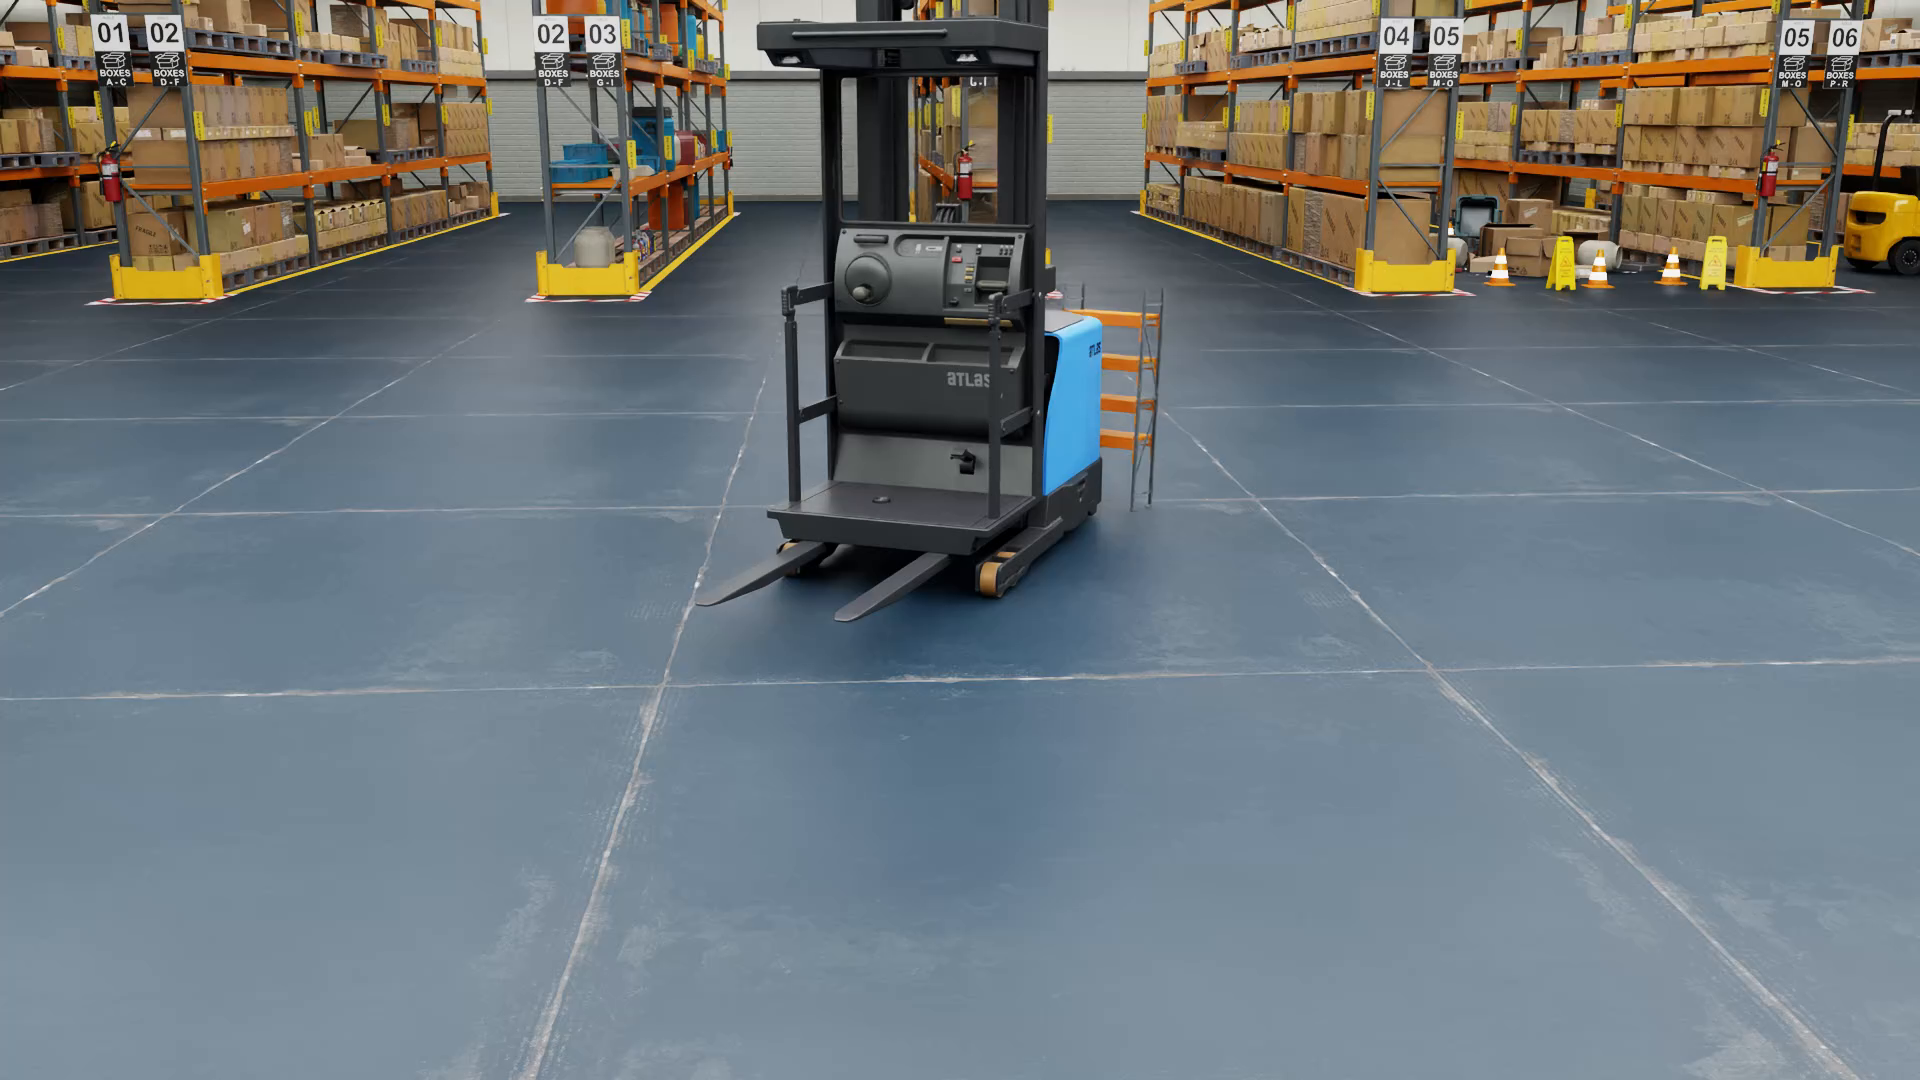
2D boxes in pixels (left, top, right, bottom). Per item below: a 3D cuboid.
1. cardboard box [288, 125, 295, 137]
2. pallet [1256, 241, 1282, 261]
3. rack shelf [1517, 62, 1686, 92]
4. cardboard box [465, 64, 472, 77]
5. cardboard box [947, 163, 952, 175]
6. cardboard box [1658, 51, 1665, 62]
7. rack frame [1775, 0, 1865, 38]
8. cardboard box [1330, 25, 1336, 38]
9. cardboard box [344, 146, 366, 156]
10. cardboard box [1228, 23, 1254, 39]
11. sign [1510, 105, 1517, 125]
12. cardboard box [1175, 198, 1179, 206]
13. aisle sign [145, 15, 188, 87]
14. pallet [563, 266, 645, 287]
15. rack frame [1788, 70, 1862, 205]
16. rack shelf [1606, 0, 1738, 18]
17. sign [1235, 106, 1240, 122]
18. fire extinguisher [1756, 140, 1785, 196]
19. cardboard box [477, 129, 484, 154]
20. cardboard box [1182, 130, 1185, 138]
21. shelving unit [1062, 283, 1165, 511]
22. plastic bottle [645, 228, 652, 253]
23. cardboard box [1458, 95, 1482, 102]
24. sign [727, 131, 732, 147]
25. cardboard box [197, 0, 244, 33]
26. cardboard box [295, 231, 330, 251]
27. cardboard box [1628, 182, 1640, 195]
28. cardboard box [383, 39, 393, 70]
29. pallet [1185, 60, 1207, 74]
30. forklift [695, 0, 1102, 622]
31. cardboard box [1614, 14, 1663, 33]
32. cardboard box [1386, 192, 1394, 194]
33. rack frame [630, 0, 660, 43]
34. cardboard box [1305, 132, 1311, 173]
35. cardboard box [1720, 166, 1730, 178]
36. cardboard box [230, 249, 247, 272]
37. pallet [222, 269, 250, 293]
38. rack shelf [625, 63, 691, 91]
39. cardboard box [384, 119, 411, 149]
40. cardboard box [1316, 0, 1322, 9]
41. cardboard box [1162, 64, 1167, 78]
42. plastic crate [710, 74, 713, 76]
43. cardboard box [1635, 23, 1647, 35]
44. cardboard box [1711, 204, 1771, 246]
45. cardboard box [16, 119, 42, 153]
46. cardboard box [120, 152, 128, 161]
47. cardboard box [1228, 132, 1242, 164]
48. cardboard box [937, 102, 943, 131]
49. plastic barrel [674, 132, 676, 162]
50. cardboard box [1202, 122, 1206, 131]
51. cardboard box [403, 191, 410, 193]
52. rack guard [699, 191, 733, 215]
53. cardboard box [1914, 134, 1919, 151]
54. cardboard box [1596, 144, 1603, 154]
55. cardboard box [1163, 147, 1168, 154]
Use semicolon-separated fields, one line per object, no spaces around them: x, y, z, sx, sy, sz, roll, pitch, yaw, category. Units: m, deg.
-9.392;-5.631;22.891;0.380;0.149;0.250;-1;14;-3;cardboard box
5.099;-4.377;25.113;1.003;0.211;1.213;-1;14;-3;pallet
10.032;-7.240;26.068;1.077;0.370;4.000;-1;14;-3;rack shelf
-10.007;-9.325;33.031;0.500;0.250;0.500;-1;14;-3;cardboard box
0.023;-5.056;22.662;0.380;0.149;0.250;-1;14;-3;cardboard box
10.017;-6.762;23.271;0.380;0.149;0.250;-1;14;-3;cardboard box
10.404;-7.549;19.805;1.000;3.000;0.127;-1;14;-3;rack frame
5.017;-6.581;21.526;0.380;0.149;0.250;-1;14;-3;cardboard box
-9.891;-6.194;26.757;0.500;0.311;0.500;0;14;0;cardboard box
4.690;-8.500;27.785;0.396;0.266;0.258;-1;14;-3;cardboard box
9.355;-7.184;28.105;0.100;0.325;0.005;-1;14;-3;sign
4.389;-6.566;32.309;0.380;0.149;0.250;-1;14;-2;cardboard box
-9.065;-5.586;18.998;0.394;0.787;0.004;-1;14;-3;aisle sign
-4.527;-3.284;20.865;1.003;0.211;1.213;-1;14;-3;pallet
14.862;-6.710;28.587;1.000;3.000;0.127;-1;14;-3;rack frame
14.490;-10.758;33.729;1.077;0.370;4.000;-1;14;-3;rack shelf
5.280;-8.096;31.650;0.100;0.325;0.005;-1;14;-3;sign
9.951;-4.570;20.424;0.296;0.674;0.183;-1;14;-3;fire extinguisher
-10.031;-8.130;33.903;0.500;0.500;0.500;-1;14;-3;cardboard box
4.326;-7.518;30.791;0.380;0.149;0.250;-1;14;-2;cardboard box
0.815;-0.795;9.172;0.503;1.200;0.258;9;13;31;shelving unit
-4.339;-4.135;23.012;0.144;0.351;0.185;-2;15;-6;plastic bottle
9.900;-8.557;32.255;0.380;0.149;0.250;-1;14;-4;cardboard box
-4.874;-8.485;35.155;0.100;0.325;0.005;-1;14;-3;sign
-9.205;-6.528;20.533;0.500;0.500;0.500;-1;14;-3;cardboard box
-9.400;-4.309;23.929;0.500;0.250;0.500;-1;14;-5;cardboard box
14.257;-7.193;34.636;0.500;0.500;0.500;-1;14;-2;cardboard box
-9.962;-8.064;27.627;0.910;0.500;0.500;-1;14;-3;cardboard box
4.725;-8.475;29.802;1.213;0.211;1.003;-1;14;-3;pallet
-0.218;-1.273;7.593;1.130;2.935;3.031;5;15;20;forklift
9.993;-7.606;24.502;0.500;0.250;0.500;-1;14;-2;cardboard box
9.553;-7.422;35.653;0.875;0.438;0.875;-1;14;-5;cardboard box
-4.678;-8.314;22.780;1.000;3.000;0.127;-1;14;-3;rack frame
5.313;-5.381;23.120;0.875;0.550;0.550;-1;14;-3;cardboard box
10.046;-4.737;21.420;0.380;0.149;0.250;-1;14;-4;cardboard box
-9.220;-3.471;20.673;0.500;0.250;0.500;-1;14;-3;cardboard box
-9.464;-3.177;20.452;1.003;0.211;1.213;-1;14;-3;pallet
-4.802;-7.010;25.177;1.077;0.370;4.000;-1;14;-3;rack shelf
-9.888;-6.965;28.533;0.700;0.500;0.500;2;15;7;cardboard box
4.970;-7.156;22.160;0.380;0.149;0.250;-1;14;-3;cardboard box
4.345;-9.398;33.313;0.500;0.250;0.500;-1;14;-4;cardboard box
-4.977;-9.101;32.120;0.497;0.269;0.590;-1;14;-3;plastic crate
9.850;-7.272;23.653;0.380;0.149;0.250;-1;14;-4;cardboard box
10.094;-4.073;21.508;0.500;0.500;0.500;-1;14;-3;cardboard box
-14.713;-6.257;25.740;0.700;0.500;0.500;-2;15;-9;cardboard box
-14.719;-6.671;28.897;0.380;0.149;0.250;0;14;-2;cardboard box
4.732;-6.464;27.428;0.500;0.500;0.500;-1;14;-3;cardboard box
-0.012;-7.196;28.261;0.797;0.503;0.637;0;14;-2;cardboard box
-4.591;-6.006;25.576;0.433;0.535;0.433;0;14;0;plastic barrel
4.436;-7.210;28.996;0.380;0.149;0.250;0;14;-2;cardboard box
-10.287;-6.069;30.226;0.500;0.500;0.500;-1;14;-3;cardboard box
-5.436;-7.188;35.461;1.175;0.500;0.348;-1;14;-3;rack guard
14.824;-6.003;25.136;0.500;0.250;0.500;-1;14;-5;cardboard box
9.850;-5.909;25.135;0.380;0.149;0.250;-1;14;-5;cardboard box
4.306;-7.860;33.558;0.380;0.149;0.250;-1;14;-2;cardboard box
